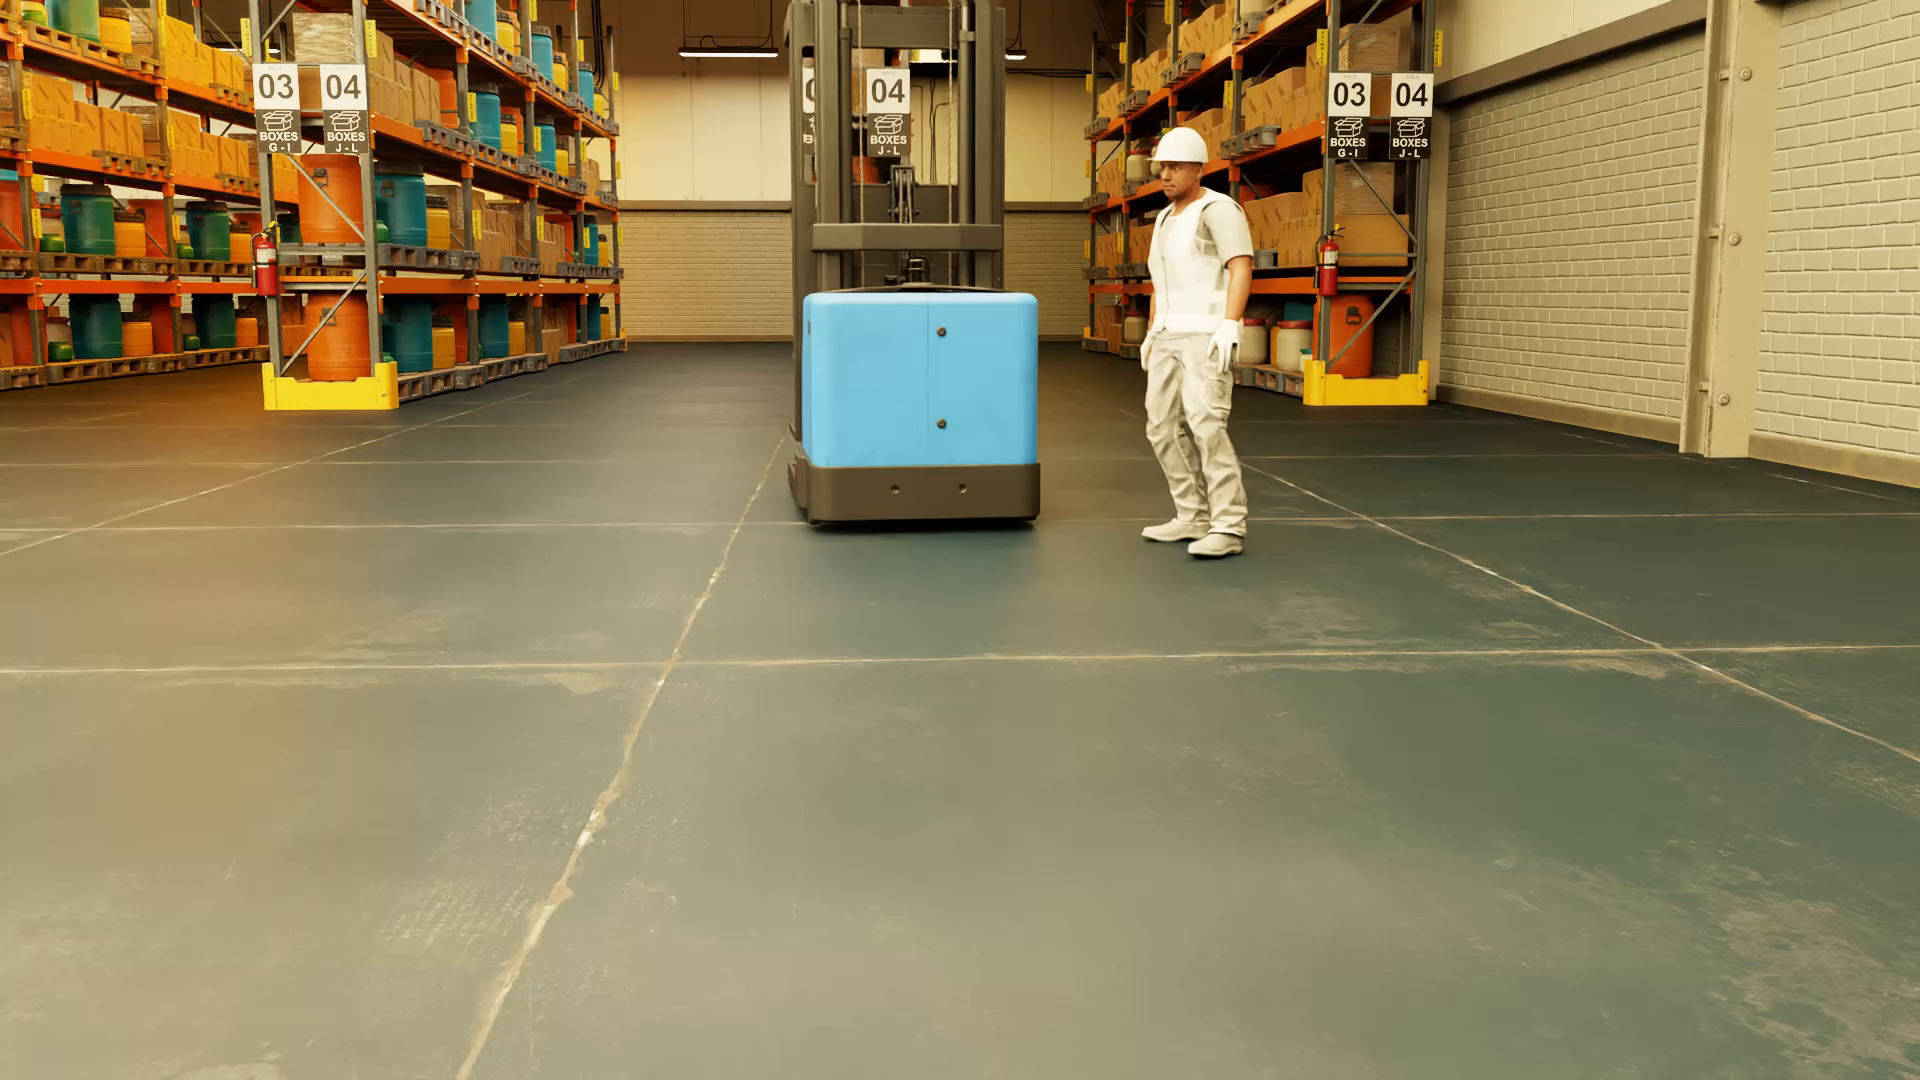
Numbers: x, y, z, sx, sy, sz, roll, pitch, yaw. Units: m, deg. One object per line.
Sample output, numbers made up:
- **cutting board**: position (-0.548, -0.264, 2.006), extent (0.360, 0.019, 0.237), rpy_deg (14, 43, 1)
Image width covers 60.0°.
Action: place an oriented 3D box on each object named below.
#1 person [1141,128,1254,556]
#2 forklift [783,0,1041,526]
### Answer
- **person**: position (0.974, -0.848, 7.055), extent (0.414, 1.754, 0.812), rpy_deg (-4, 9, -26)
- **forklift**: position (-0.350, -1.693, 8.733), extent (1.130, 2.935, 3.031), rpy_deg (-1, 9, -8)
